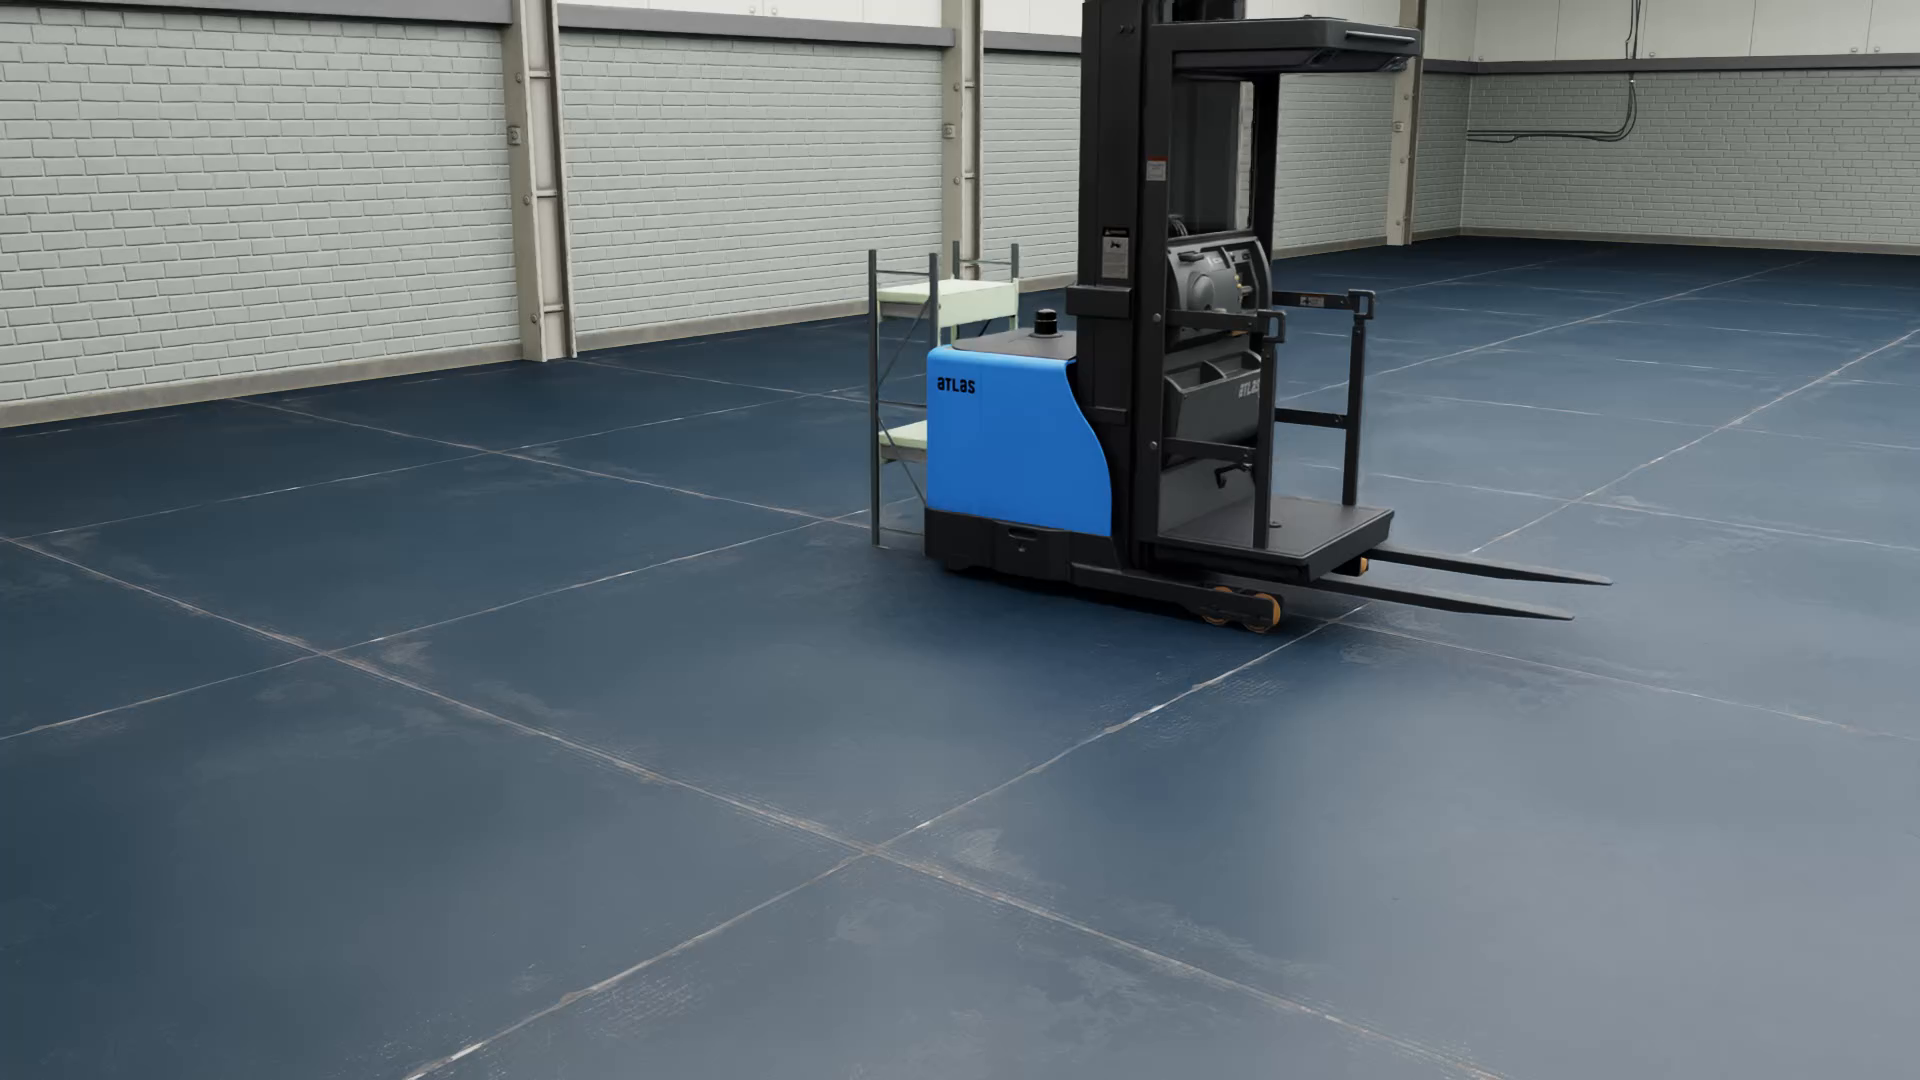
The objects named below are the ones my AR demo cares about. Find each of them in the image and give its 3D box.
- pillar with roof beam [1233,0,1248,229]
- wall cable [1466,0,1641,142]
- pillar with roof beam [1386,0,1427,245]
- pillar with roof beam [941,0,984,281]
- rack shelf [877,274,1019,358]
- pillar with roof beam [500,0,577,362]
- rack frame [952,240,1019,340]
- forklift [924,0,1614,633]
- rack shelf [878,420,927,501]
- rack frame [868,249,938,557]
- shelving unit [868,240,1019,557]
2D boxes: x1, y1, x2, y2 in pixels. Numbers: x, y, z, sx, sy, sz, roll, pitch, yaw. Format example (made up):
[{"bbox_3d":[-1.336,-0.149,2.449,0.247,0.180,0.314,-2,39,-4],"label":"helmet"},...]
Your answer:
[{"bbox_3d":[7.147,-7.654,20.476,9.100,9.000,0.400,11,18,38],"label":"pillar with roof beam"},{"bbox_3d":[10.450,-8.324,29.419,3.097,2.526,0.112,11,18,38],"label":"wall cable"},{"bbox_3d":[10.918,-8.803,24.999,9.100,9.000,0.400,11,18,38],"label":"pillar with roof beam"},{"bbox_3d":[3.376,-6.505,15.953,9.100,9.000,0.400,11,18,38],"label":"pillar with roof beam"},{"bbox_3d":[-0.073,-1.119,8.395,0.431,0.370,0.720,9,17,33],"label":"rack shelf"},{"bbox_3d":[-0.395,-5.356,11.430,9.100,9.000,0.400,11,18,38],"label":"pillar with roof beam"},{"bbox_3d":[0.131,-0.815,8.786,0.400,1.500,0.023,9,17,33],"label":"rack frame"},{"bbox_3d":[1.331,-1.174,7.293,3.031,2.935,1.130,10,17,33],"label":"forklift"},{"bbox_3d":[-0.073,-0.424,8.572,0.431,0.370,0.720,9,17,33],"label":"rack shelf"},{"bbox_3d":[-0.277,-0.666,8.197,0.400,1.500,0.023,9,17,33],"label":"rack frame"},{"bbox_3d":[-0.073,-0.740,8.491,0.431,1.500,0.755,9,17,33],"label":"shelving unit"}]
